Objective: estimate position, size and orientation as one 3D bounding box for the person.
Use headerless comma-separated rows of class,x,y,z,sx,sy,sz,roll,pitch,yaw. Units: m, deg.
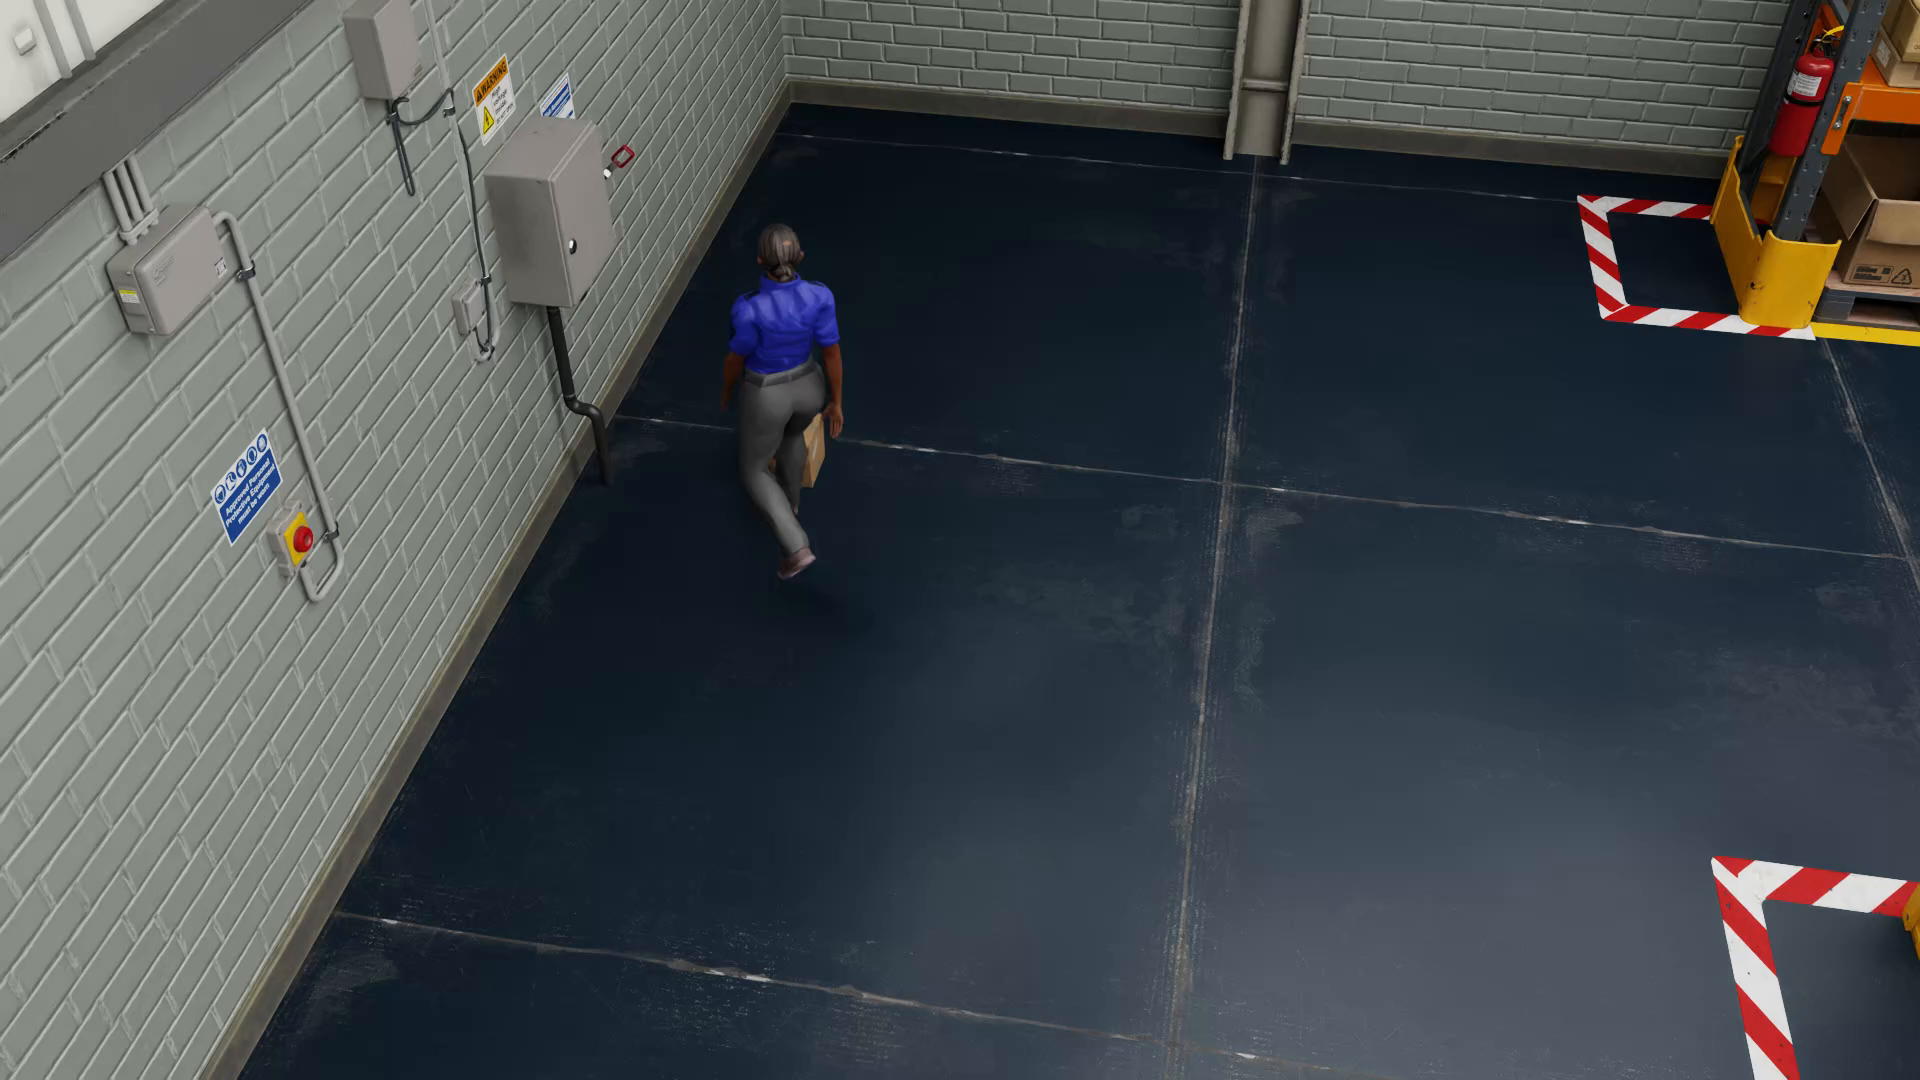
person,-0.740,-0.612,6.878,0.449,1.611,0.868,-21,45,-23
